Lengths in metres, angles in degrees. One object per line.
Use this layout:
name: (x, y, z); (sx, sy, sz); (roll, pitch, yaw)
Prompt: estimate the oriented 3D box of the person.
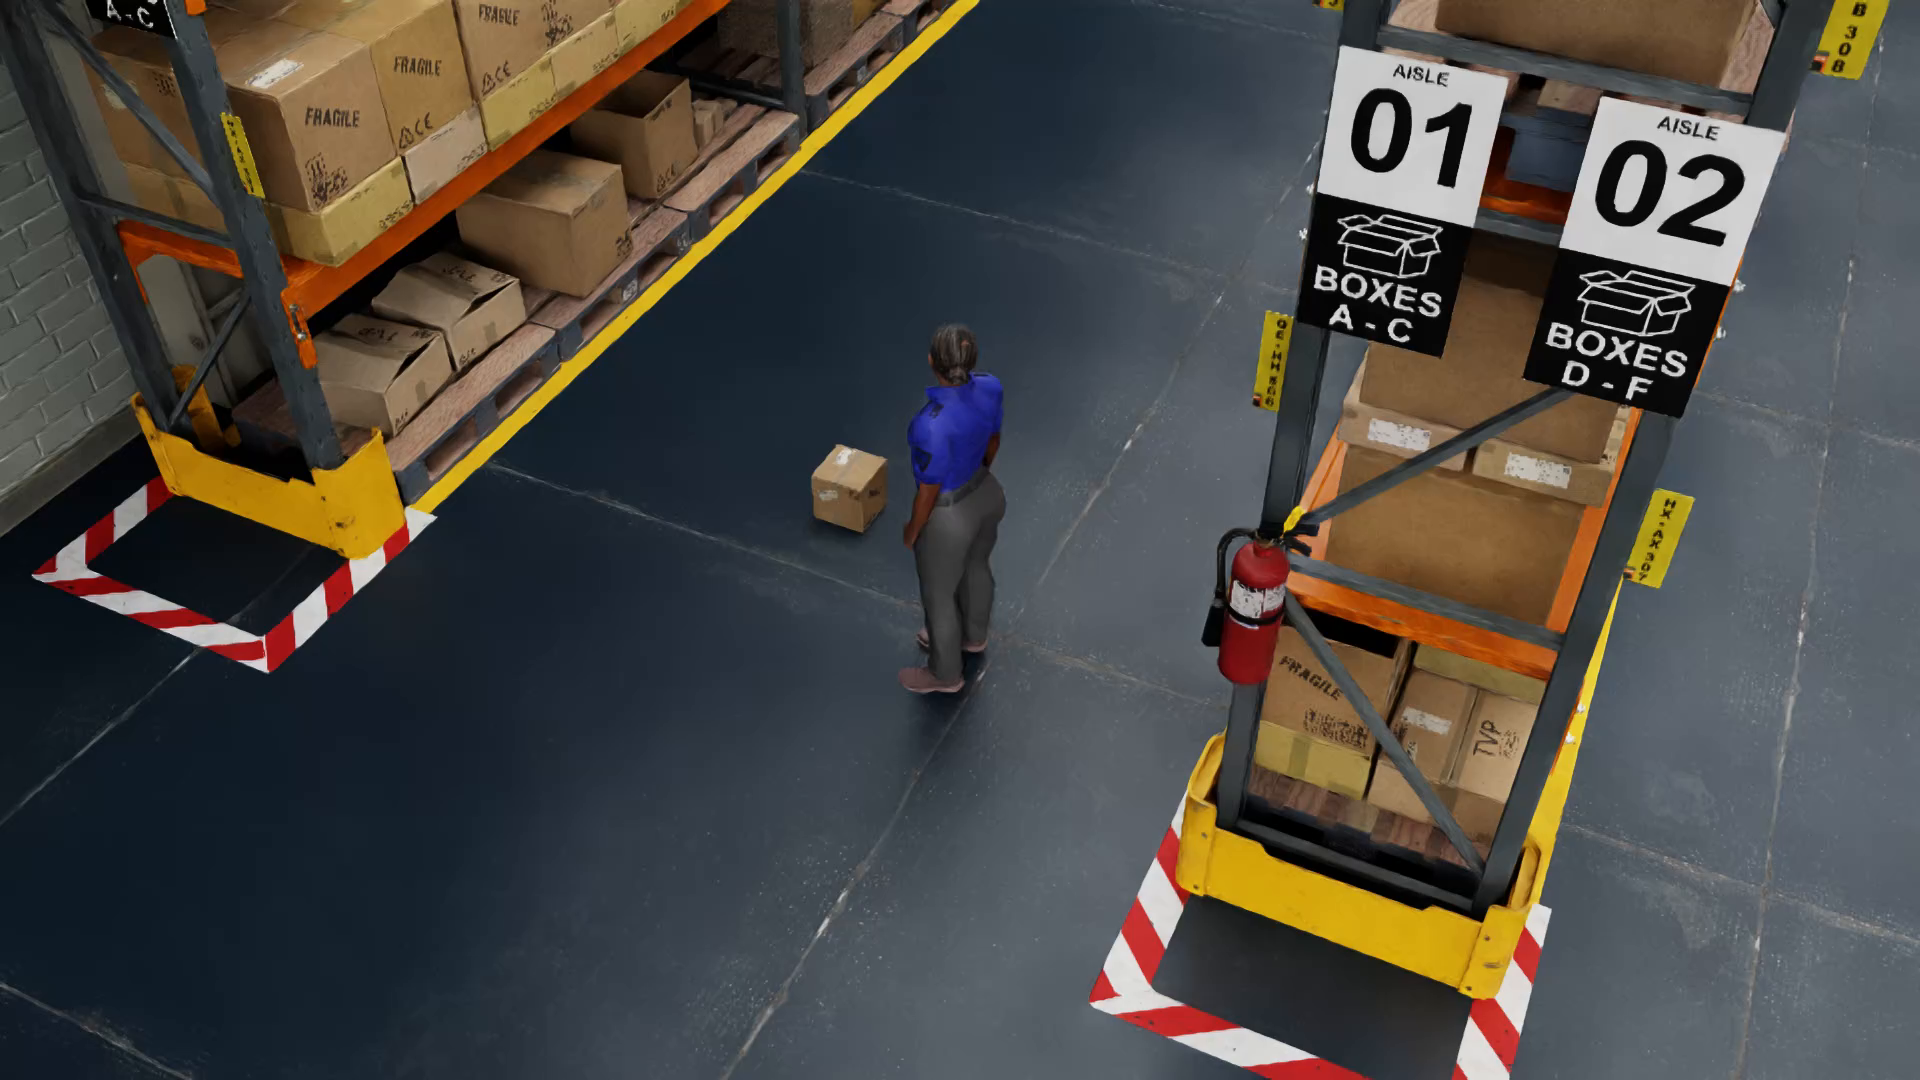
person: (-0.039, -0.110, 6.278); (0.375, 1.700, 0.500); (27, 49, 26)
